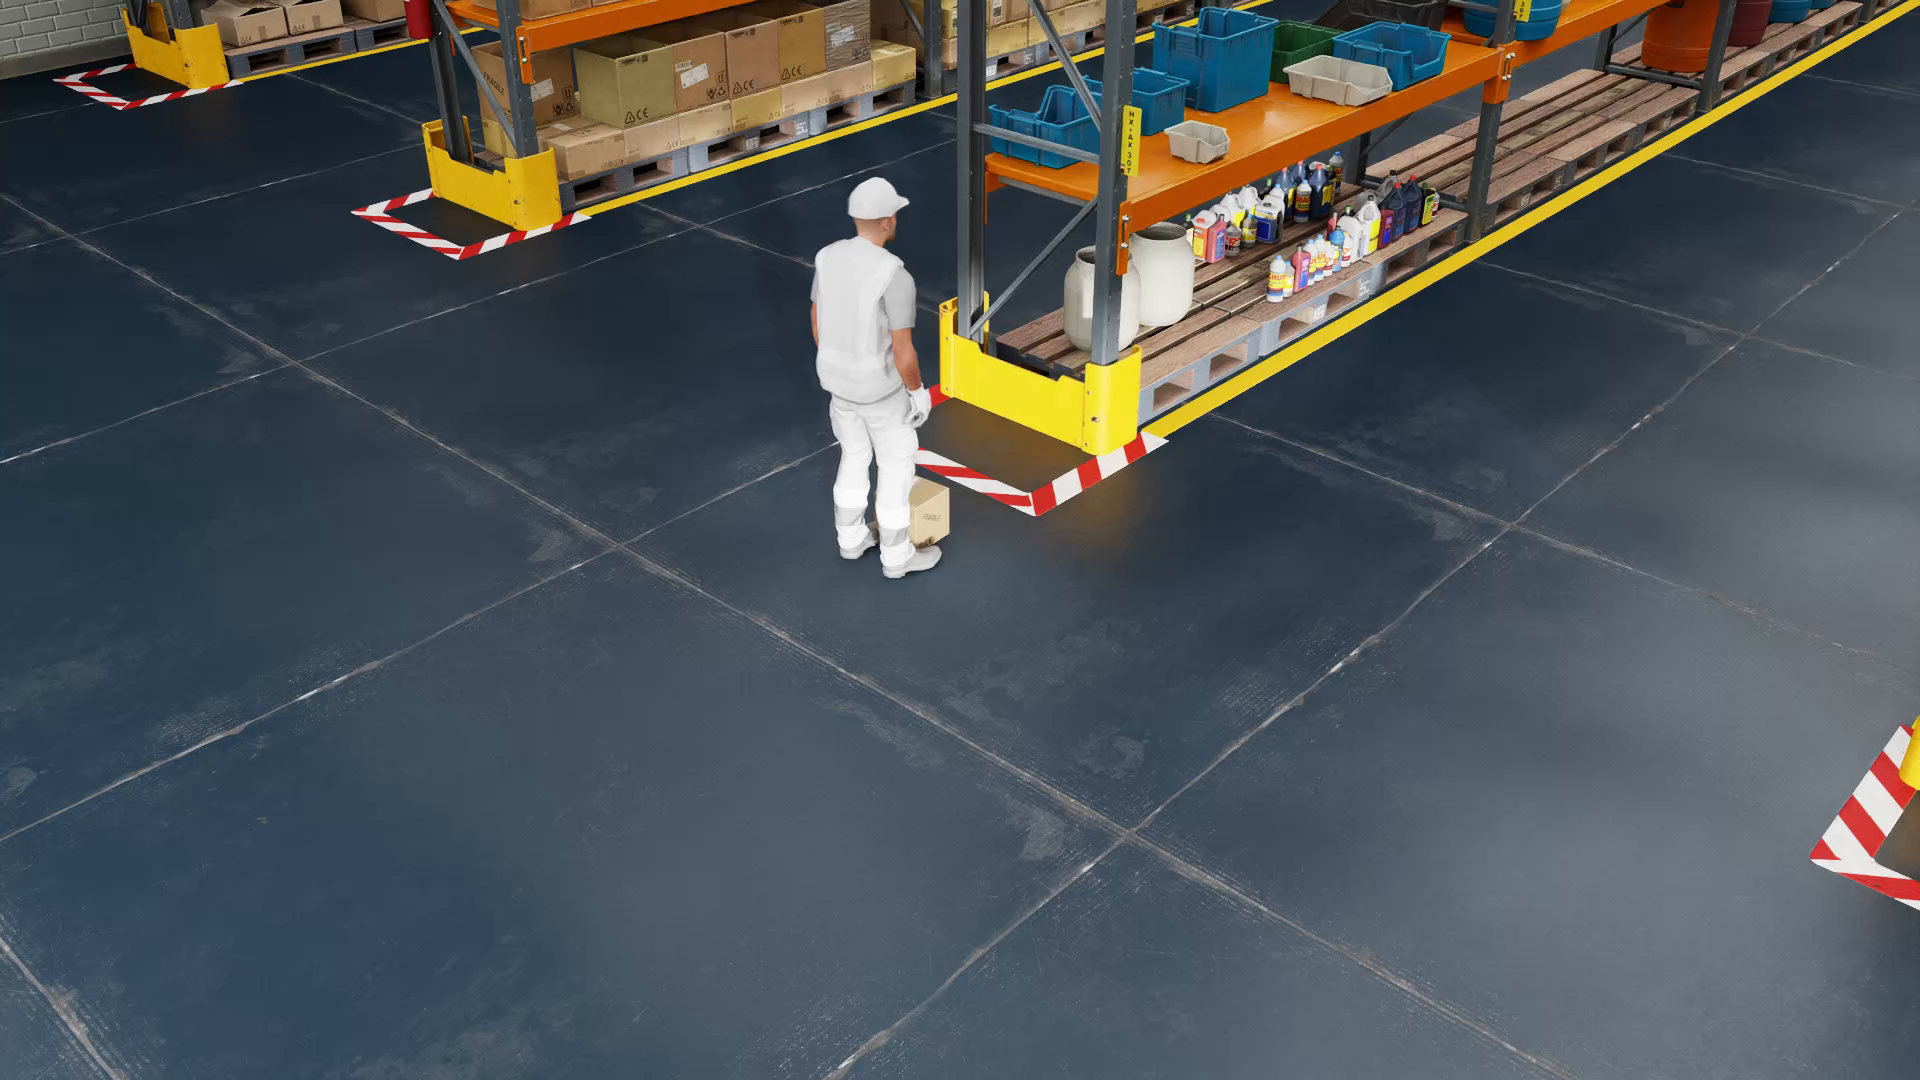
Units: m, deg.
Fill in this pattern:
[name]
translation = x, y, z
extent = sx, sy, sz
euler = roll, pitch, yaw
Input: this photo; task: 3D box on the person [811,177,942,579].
[person]
translation = -0.378, -0.696, 7.275
extent = 0.613, 1.779, 0.455
euler = 25, 39, 35
